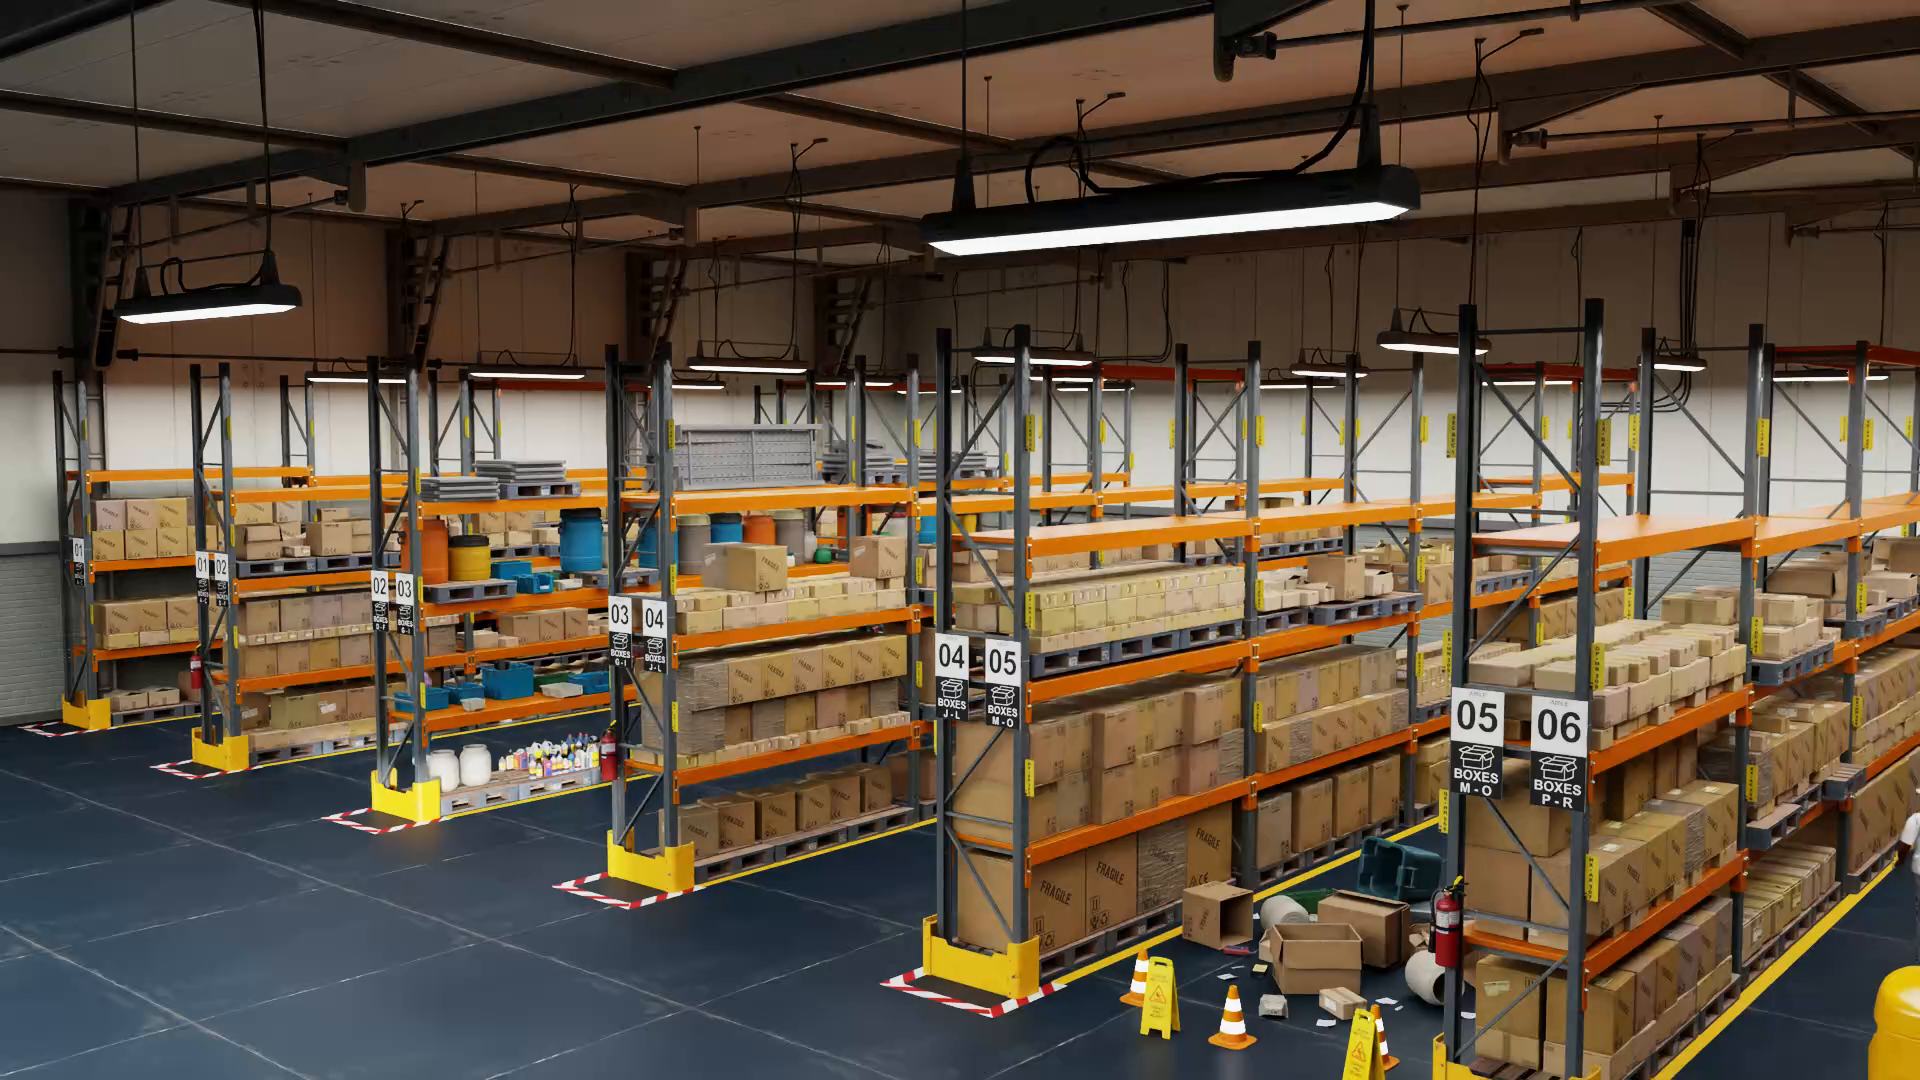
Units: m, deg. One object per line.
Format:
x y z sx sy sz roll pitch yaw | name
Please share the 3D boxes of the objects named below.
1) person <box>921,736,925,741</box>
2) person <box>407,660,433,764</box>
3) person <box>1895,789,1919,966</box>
-0.498 2.452 26.652 0.630 1.712 0.490 -2 4 -23 | person
-8.142 2.592 25.056 0.332 1.660 0.500 2 5 31 | person
9.224 3.193 15.714 0.753 1.785 0.622 3 5 39 | person
